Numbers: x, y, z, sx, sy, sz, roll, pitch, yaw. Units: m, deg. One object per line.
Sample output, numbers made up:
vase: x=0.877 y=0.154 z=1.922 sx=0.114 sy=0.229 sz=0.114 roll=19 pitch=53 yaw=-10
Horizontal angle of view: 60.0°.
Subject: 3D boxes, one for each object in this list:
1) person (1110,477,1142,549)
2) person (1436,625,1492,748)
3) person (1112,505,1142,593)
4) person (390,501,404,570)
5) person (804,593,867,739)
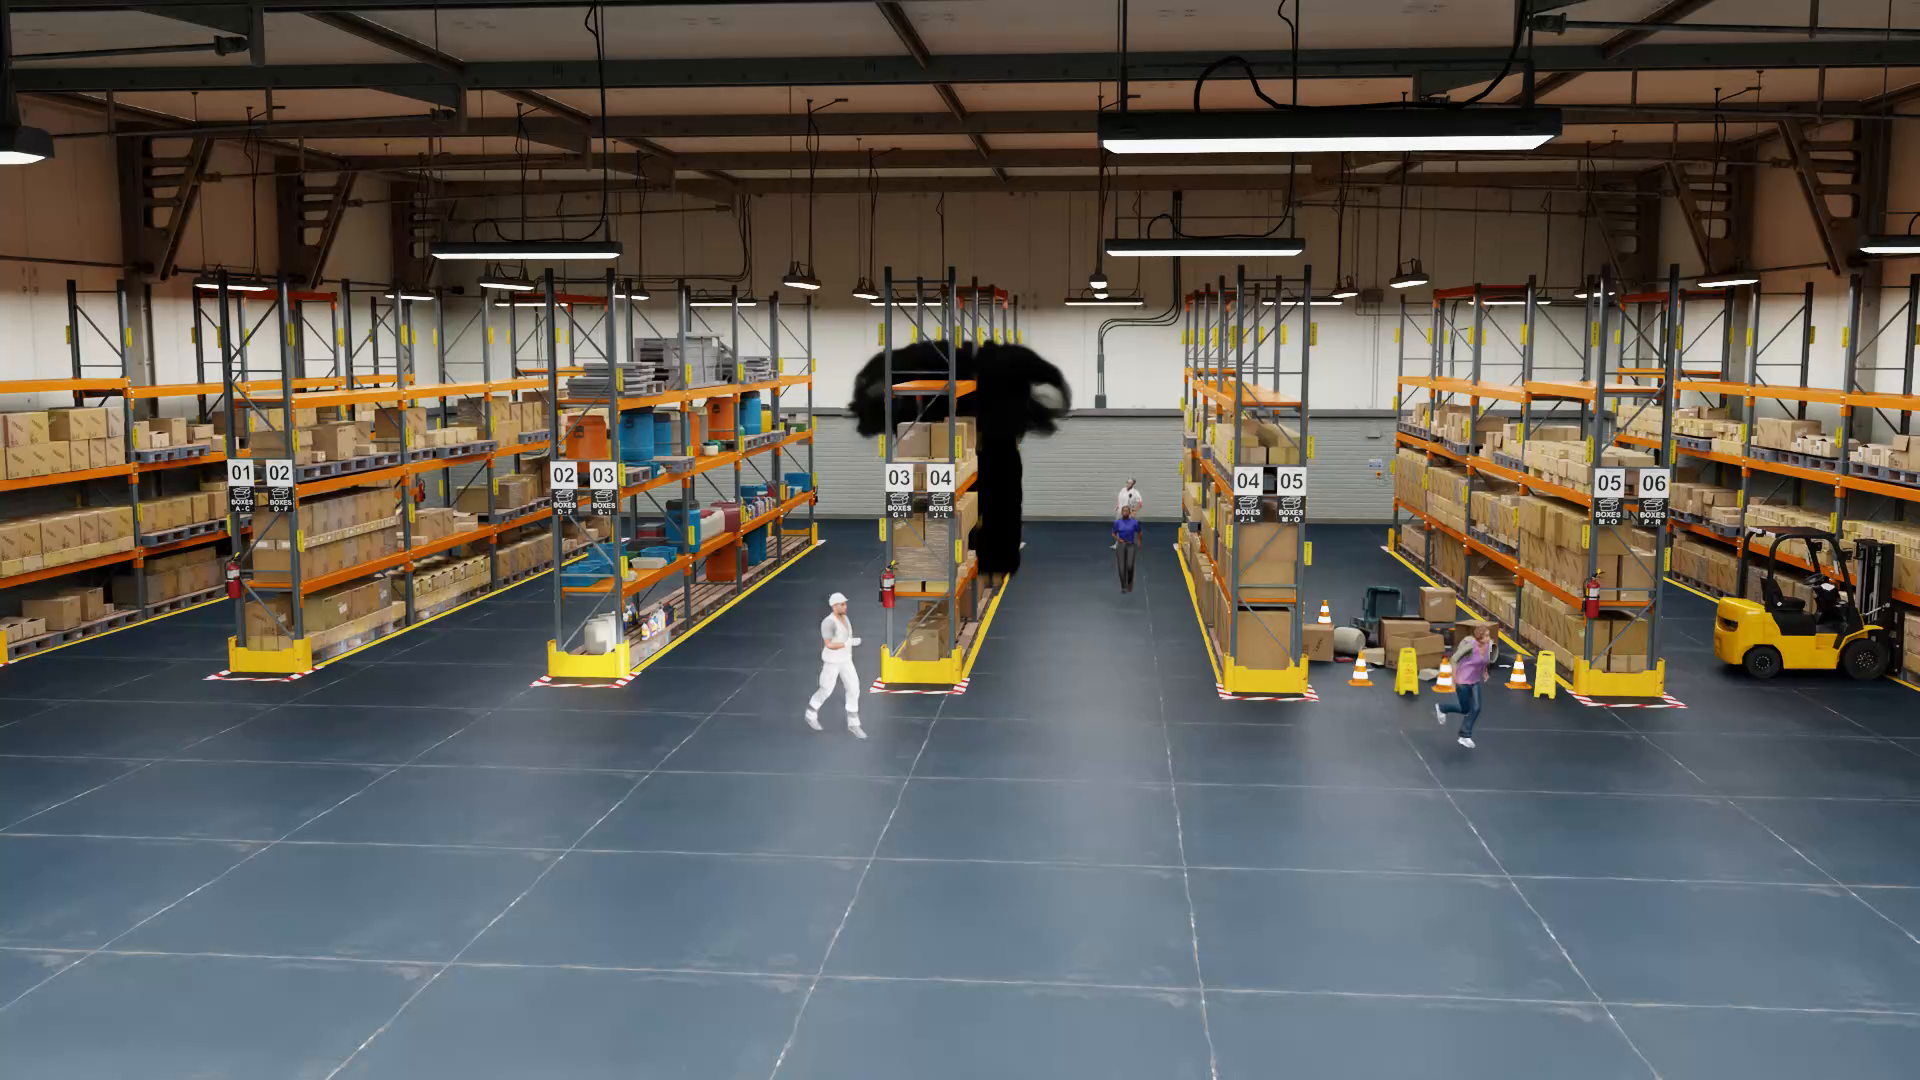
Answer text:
person: x=3.990 y=-0.653 z=39.584 sx=0.705 sy=1.711 sz=0.664 roll=6 pitch=9 yaw=39
person: x=6.235 y=1.775 z=20.594 sx=0.536 sy=1.542 sz=0.769 roll=-5 pitch=9 yaw=-36
person: x=3.079 y=0.183 z=30.723 sx=0.562 sy=1.639 sz=0.562 roll=1 pitch=7 yaw=7
person: x=-11.678 y=-0.018 z=34.370 sx=0.713 sy=1.730 sz=0.661 roll=1 pitch=7 yaw=11
person: x=-1.574 y=1.562 z=20.899 sx=0.905 sy=1.825 sz=0.640 roll=5 pitch=8 yaw=33
